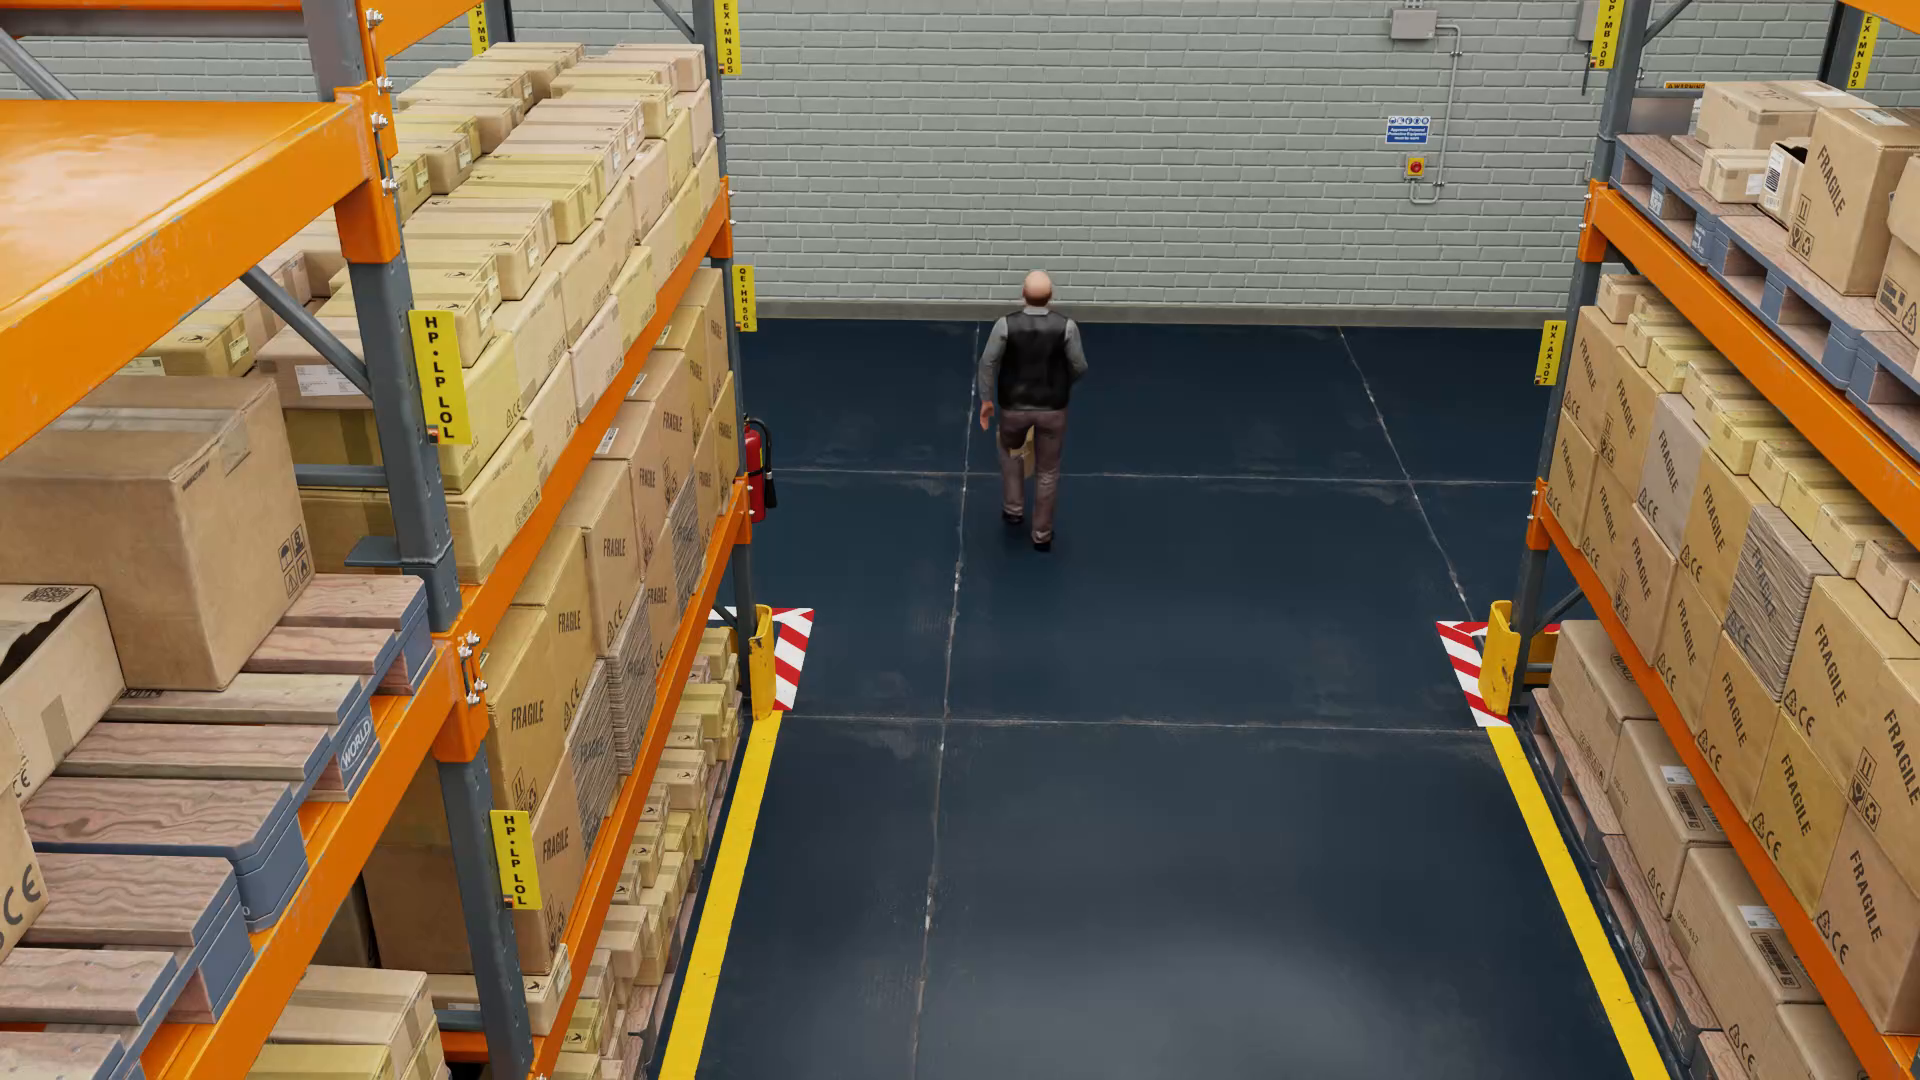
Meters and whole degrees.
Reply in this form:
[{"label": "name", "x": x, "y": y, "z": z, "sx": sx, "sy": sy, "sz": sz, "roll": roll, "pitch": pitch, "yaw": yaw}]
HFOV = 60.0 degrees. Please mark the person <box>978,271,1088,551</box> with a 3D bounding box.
[{"label": "person", "x": 0.446, "y": -0.819, "z": 10.228, "sx": 0.658, "sy": 1.694, "sz": 0.637, "roll": 3, "pitch": 28, "yaw": 5}]
